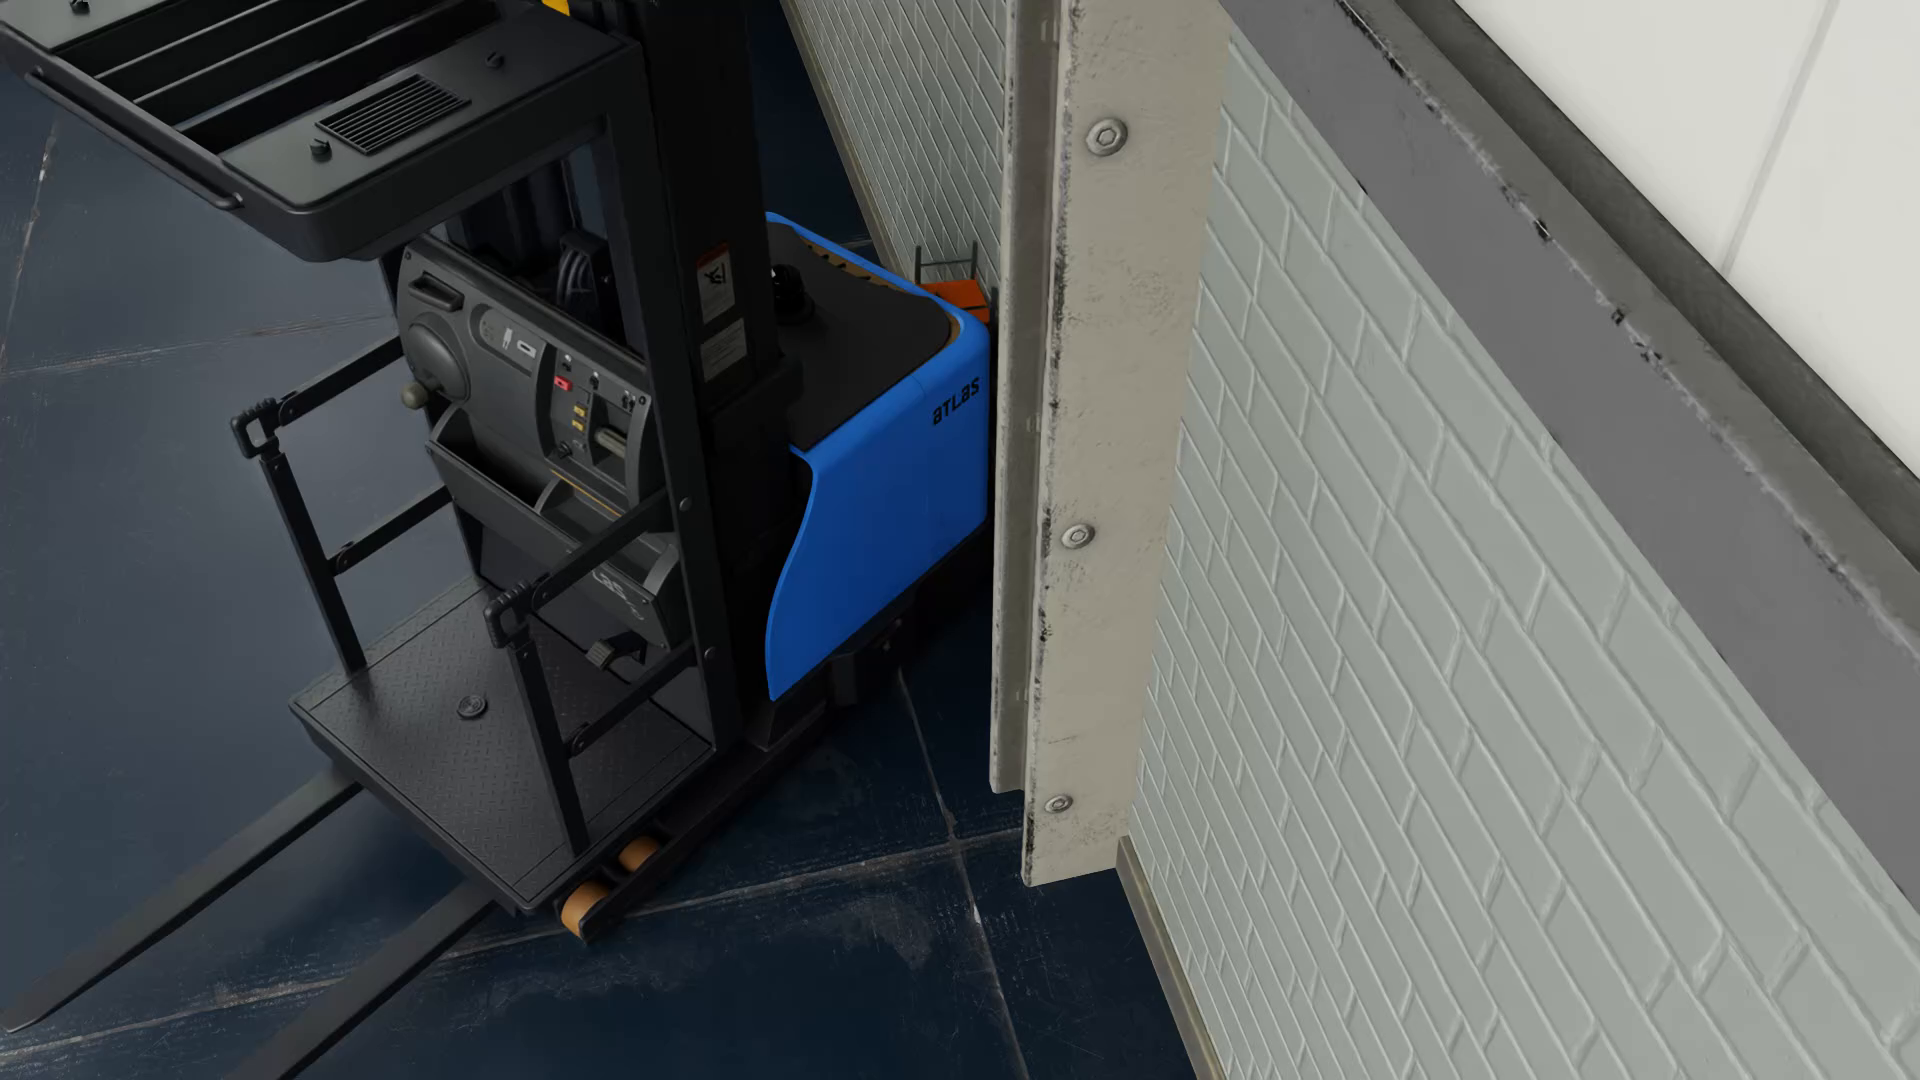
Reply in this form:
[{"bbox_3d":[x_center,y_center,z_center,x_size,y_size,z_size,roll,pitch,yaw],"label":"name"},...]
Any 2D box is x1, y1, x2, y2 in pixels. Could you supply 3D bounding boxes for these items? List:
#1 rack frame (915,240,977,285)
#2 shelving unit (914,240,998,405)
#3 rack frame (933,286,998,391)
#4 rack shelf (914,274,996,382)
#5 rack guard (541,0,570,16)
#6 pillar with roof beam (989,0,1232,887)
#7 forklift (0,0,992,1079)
[{"bbox_3d":[-0.064,-0.551,5.554,0.200,1.050,0.008,-7,46,-11],"label":"rack frame"},{"bbox_3d":[-0.037,-0.466,5.470,0.215,1.050,0.252,-7,46,-11],"label":"shelving unit"},{"bbox_3d":[-0.009,-0.382,5.386,0.200,1.050,0.008,-7,46,-11],"label":"rack frame"},{"bbox_3d":[-0.024,-0.661,5.279,0.215,0.259,0.240,-7,46,-11],"label":"rack shelf"},{"bbox_3d":[-1.936,-2.823,8.167,1.175,0.500,0.348,-11,47,-10],"label":"rack guard"},{"bbox_3d":[-3.875,-1.530,0.949,9.100,9.000,0.400,-11,47,-10],"label":"pillar with roof beam"},{"bbox_3d":[-1.226,-0.322,4.013,1.130,2.935,3.031,31,53,27],"label":"forklift"}]
